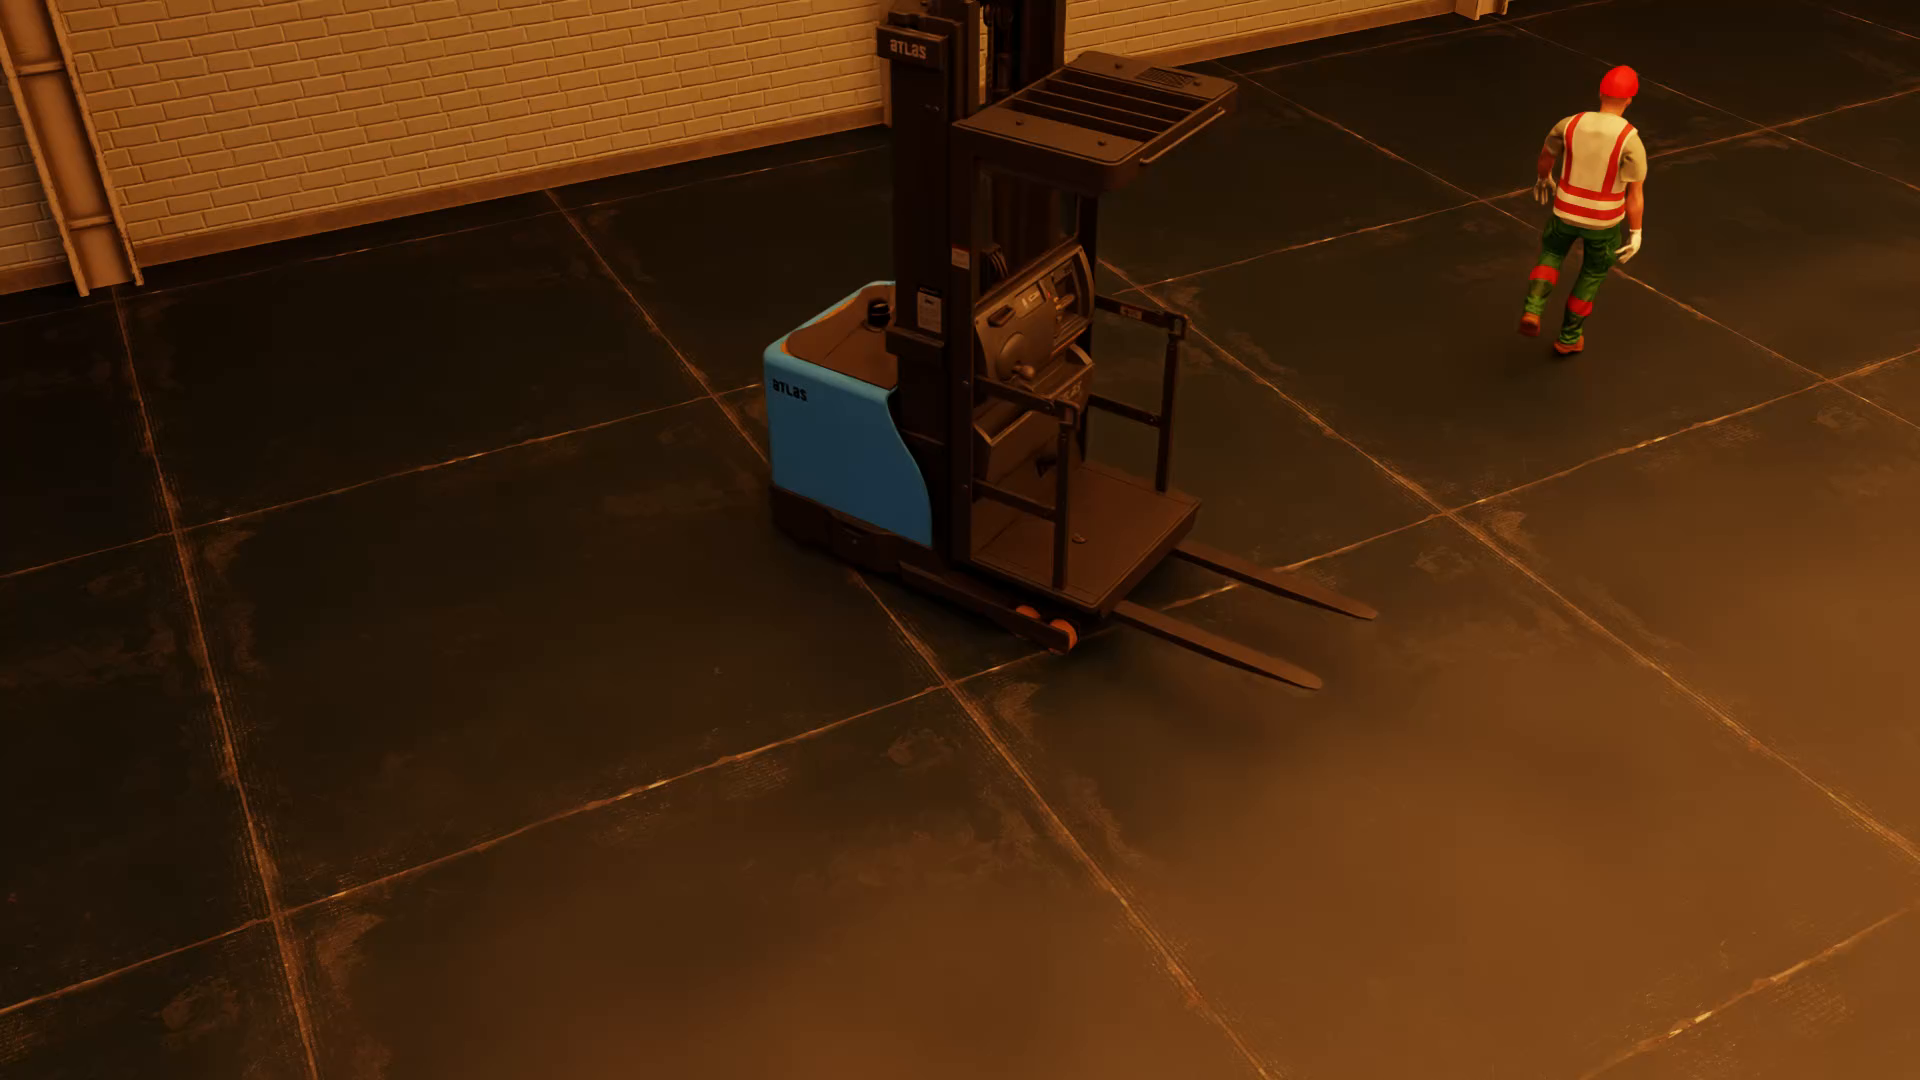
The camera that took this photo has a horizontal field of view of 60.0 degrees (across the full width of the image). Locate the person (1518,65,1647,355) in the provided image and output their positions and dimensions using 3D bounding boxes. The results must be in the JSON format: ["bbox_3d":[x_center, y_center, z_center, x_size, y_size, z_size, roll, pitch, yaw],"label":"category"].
[{"bbox_3d":[3.670,-1.897,9.780,0.754,1.809,0.498,25,42,31],"label":"person"}]

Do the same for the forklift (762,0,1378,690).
[{"bbox_3d":[0.519,-1.004,7.543,3.031,2.935,1.130,21,41,27],"label":"forklift"}]
